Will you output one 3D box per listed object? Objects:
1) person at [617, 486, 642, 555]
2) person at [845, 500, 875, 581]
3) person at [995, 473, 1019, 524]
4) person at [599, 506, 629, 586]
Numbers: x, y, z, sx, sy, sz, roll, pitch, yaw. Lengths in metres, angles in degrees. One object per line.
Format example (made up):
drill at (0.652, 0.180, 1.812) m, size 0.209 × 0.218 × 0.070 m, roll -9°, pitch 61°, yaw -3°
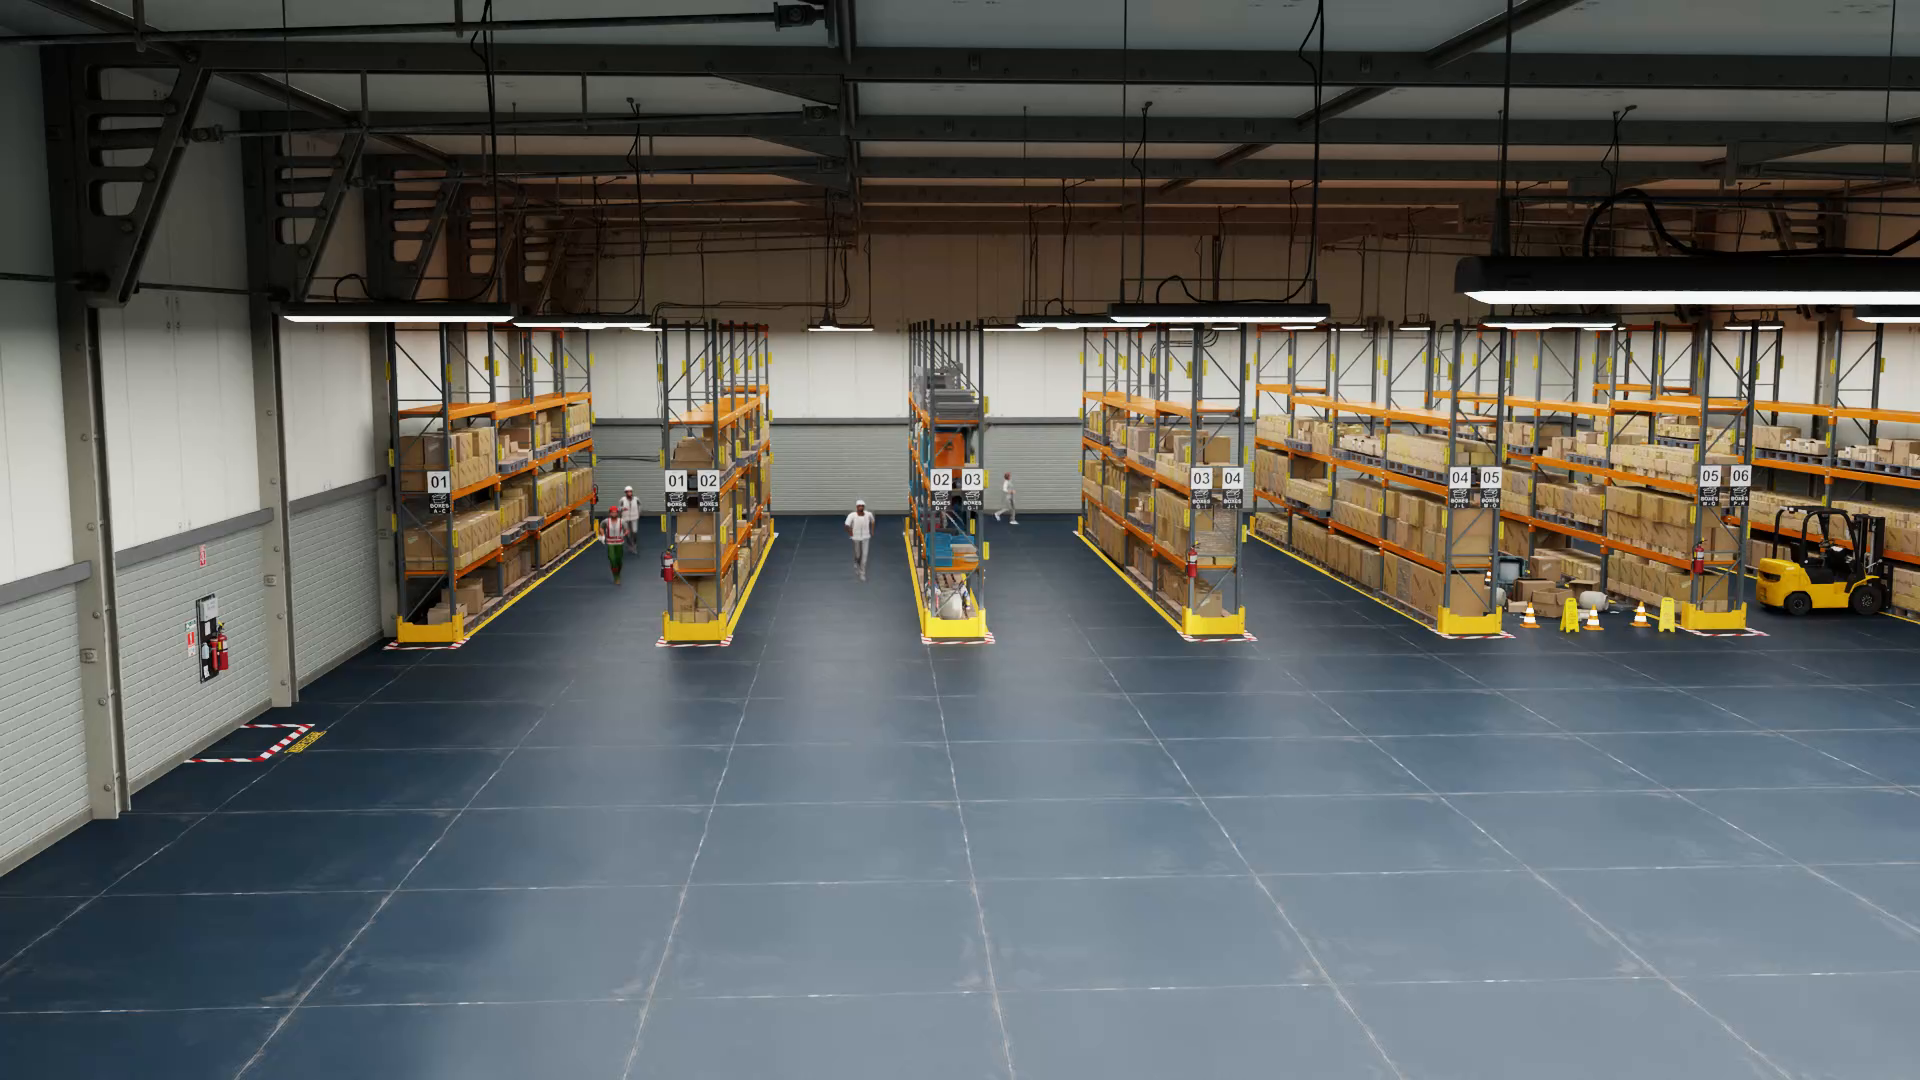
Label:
person at (-8.656, -0.521, 43.587) m, size 0.638 × 1.805 × 0.789 m, roll -1°, pitch 7°, yaw -9°
person at (-2.229, -0.019, 37.330) m, size 0.708 × 1.783 × 0.824 m, roll -1°, pitch 7°, yaw -12°
person at (1.428, -1.258, 50.271) m, size 0.739 × 1.566 × 0.549 m, roll 2°, pitch 7°, yaw 17°
person at (-7.940, 0.107, 38.249) m, size 0.663 × 1.787 × 0.902 m, roll -2°, pitch 7°, yaw -14°
